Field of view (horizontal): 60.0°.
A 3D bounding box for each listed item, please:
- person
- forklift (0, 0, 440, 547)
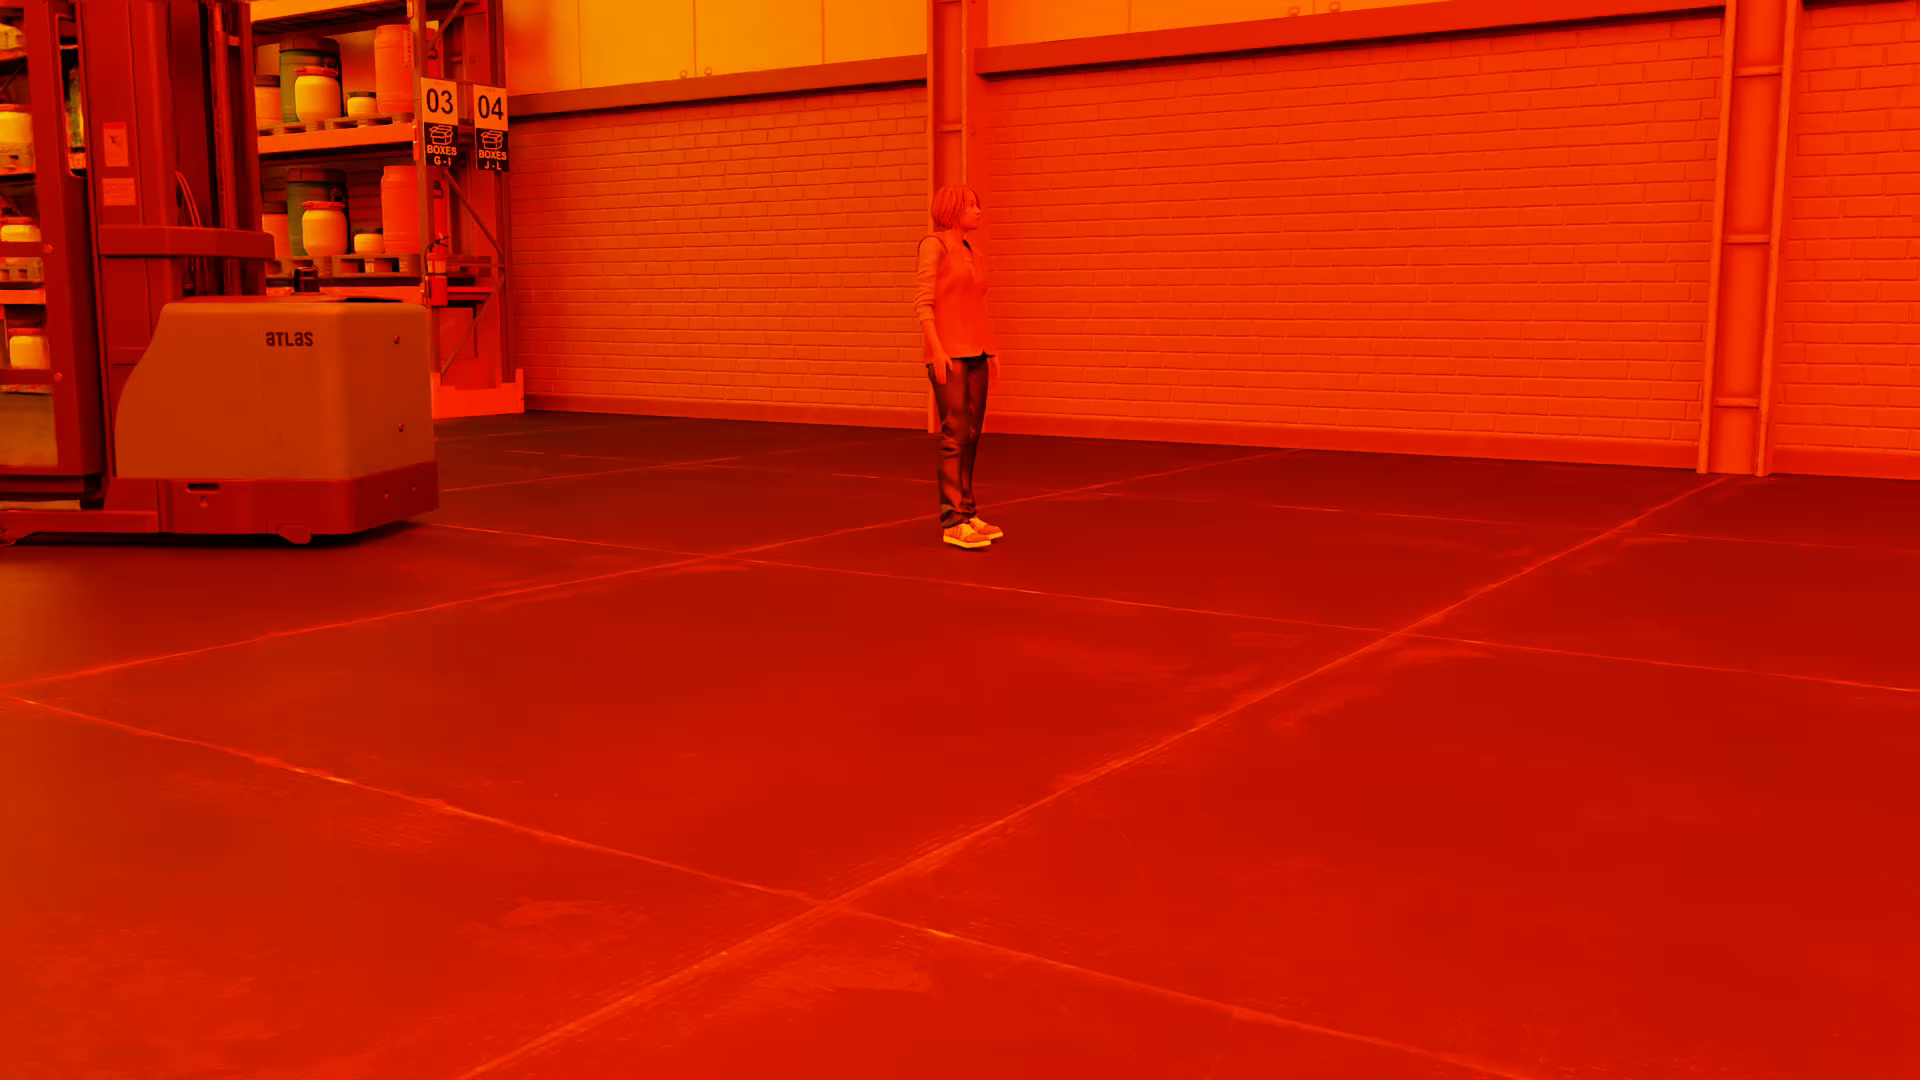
[{"bbox_3d":[0.053,-0.791,7.438,0.476,1.597,0.520,5,10,34],"label":"person"},{"bbox_3d":[-4.114,-1.495,7.707,3.031,2.935,1.130,1,8,5],"label":"forklift"}]
